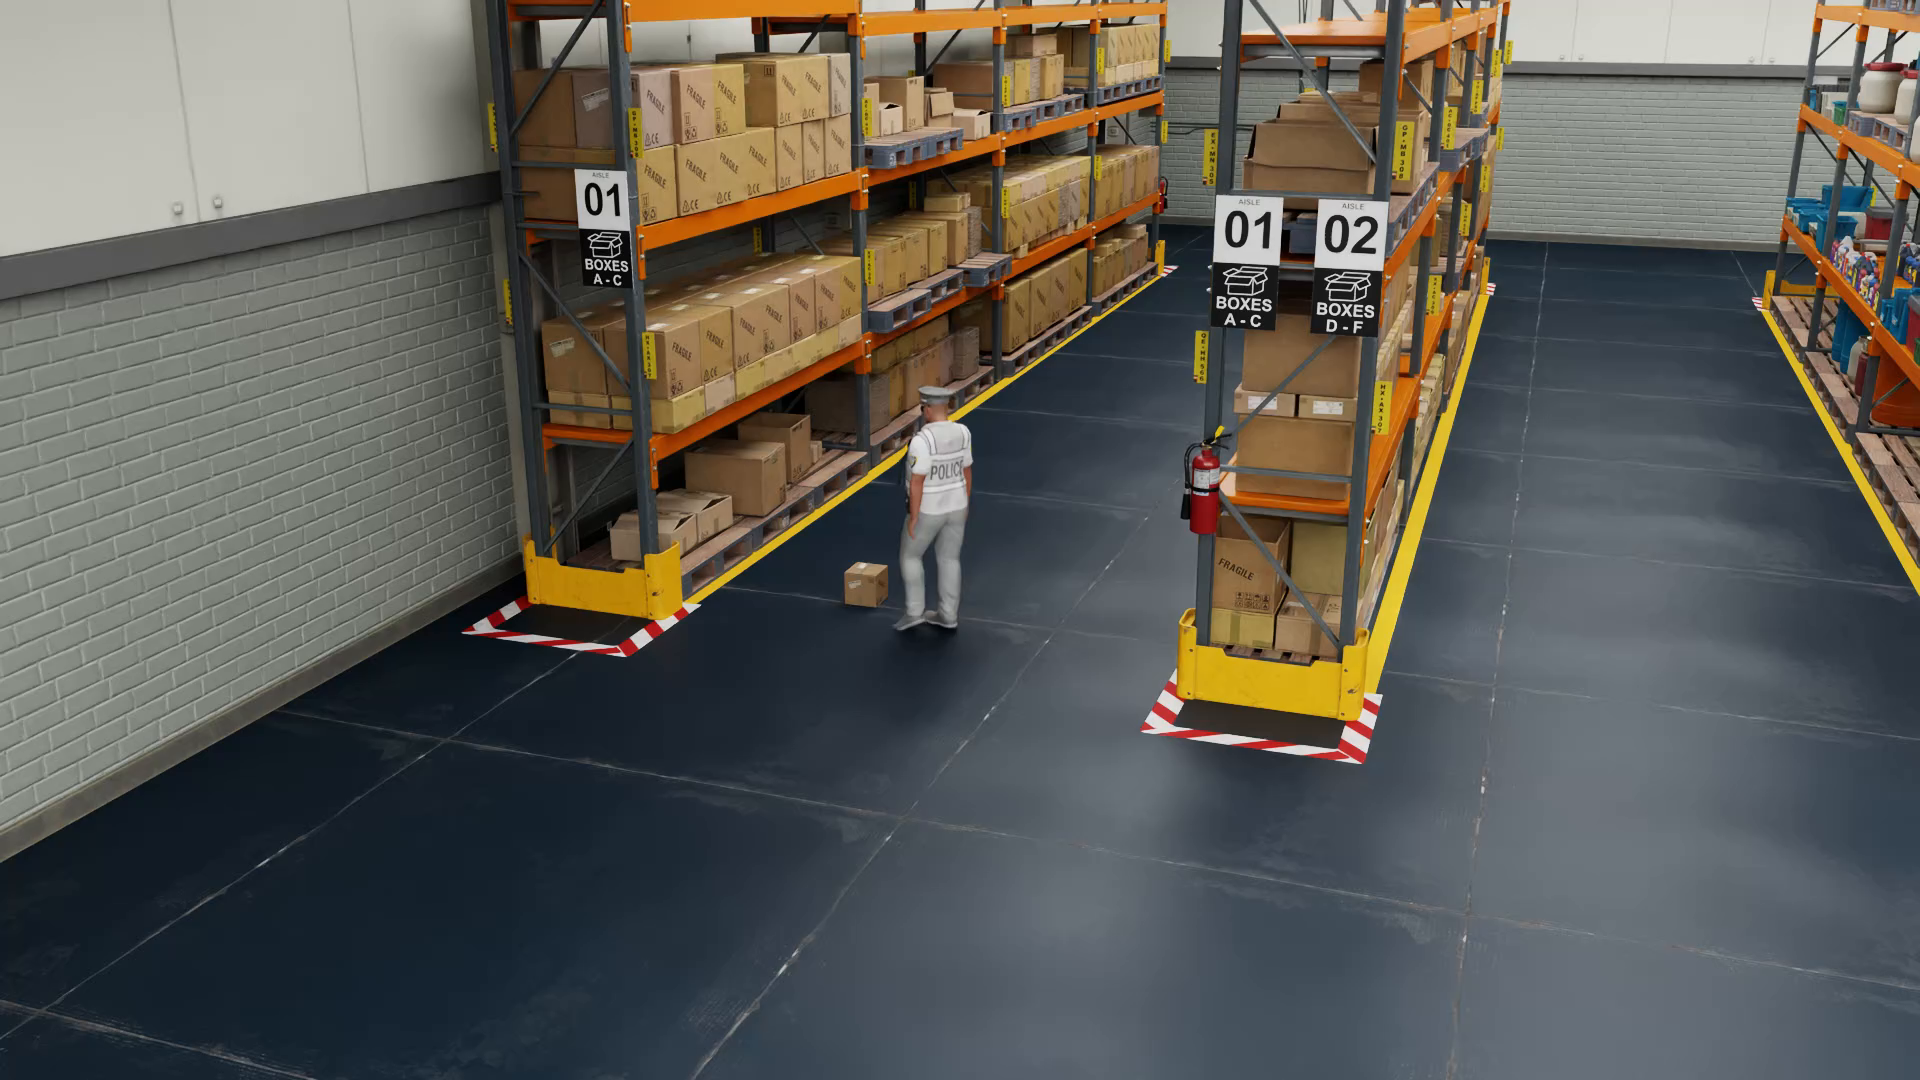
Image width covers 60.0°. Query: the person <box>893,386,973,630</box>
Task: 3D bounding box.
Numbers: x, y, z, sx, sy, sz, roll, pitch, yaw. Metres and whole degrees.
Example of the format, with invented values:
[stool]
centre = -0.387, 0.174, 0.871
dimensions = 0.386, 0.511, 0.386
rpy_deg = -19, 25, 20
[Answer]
[person]
centre = -0.179, -0.186, 11.705
dimensions = 0.556, 1.824, 0.465
rpy_deg = -13, 23, -34
